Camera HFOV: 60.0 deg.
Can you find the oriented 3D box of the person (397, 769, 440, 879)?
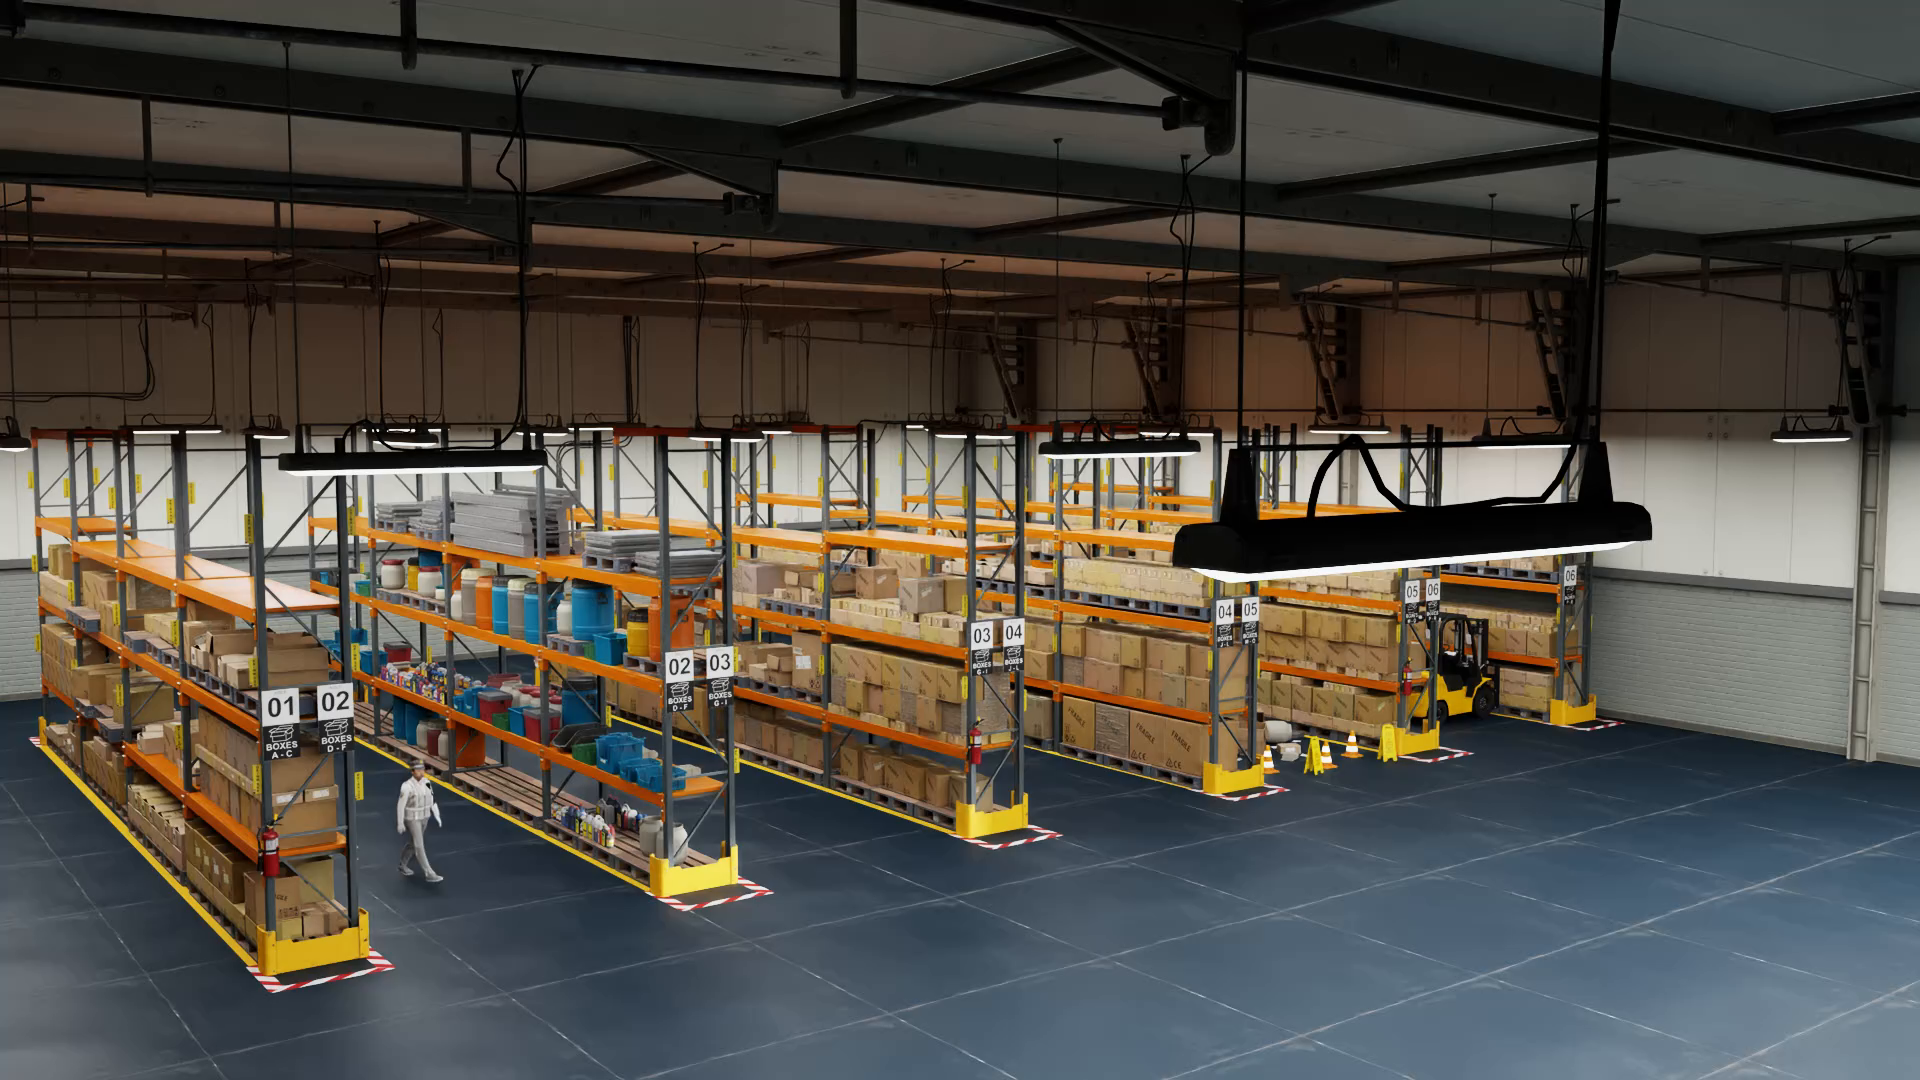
[{"bbox_3d":[-7.289,3.715,22.334,0.807,1.525,0.503,2,5,24],"label":"person"}]

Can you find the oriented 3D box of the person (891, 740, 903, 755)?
[{"bbox_3d":[-1.112,3.123,30.102,0.540,1.558,0.482,-4,6,-43],"label":"person"}]
